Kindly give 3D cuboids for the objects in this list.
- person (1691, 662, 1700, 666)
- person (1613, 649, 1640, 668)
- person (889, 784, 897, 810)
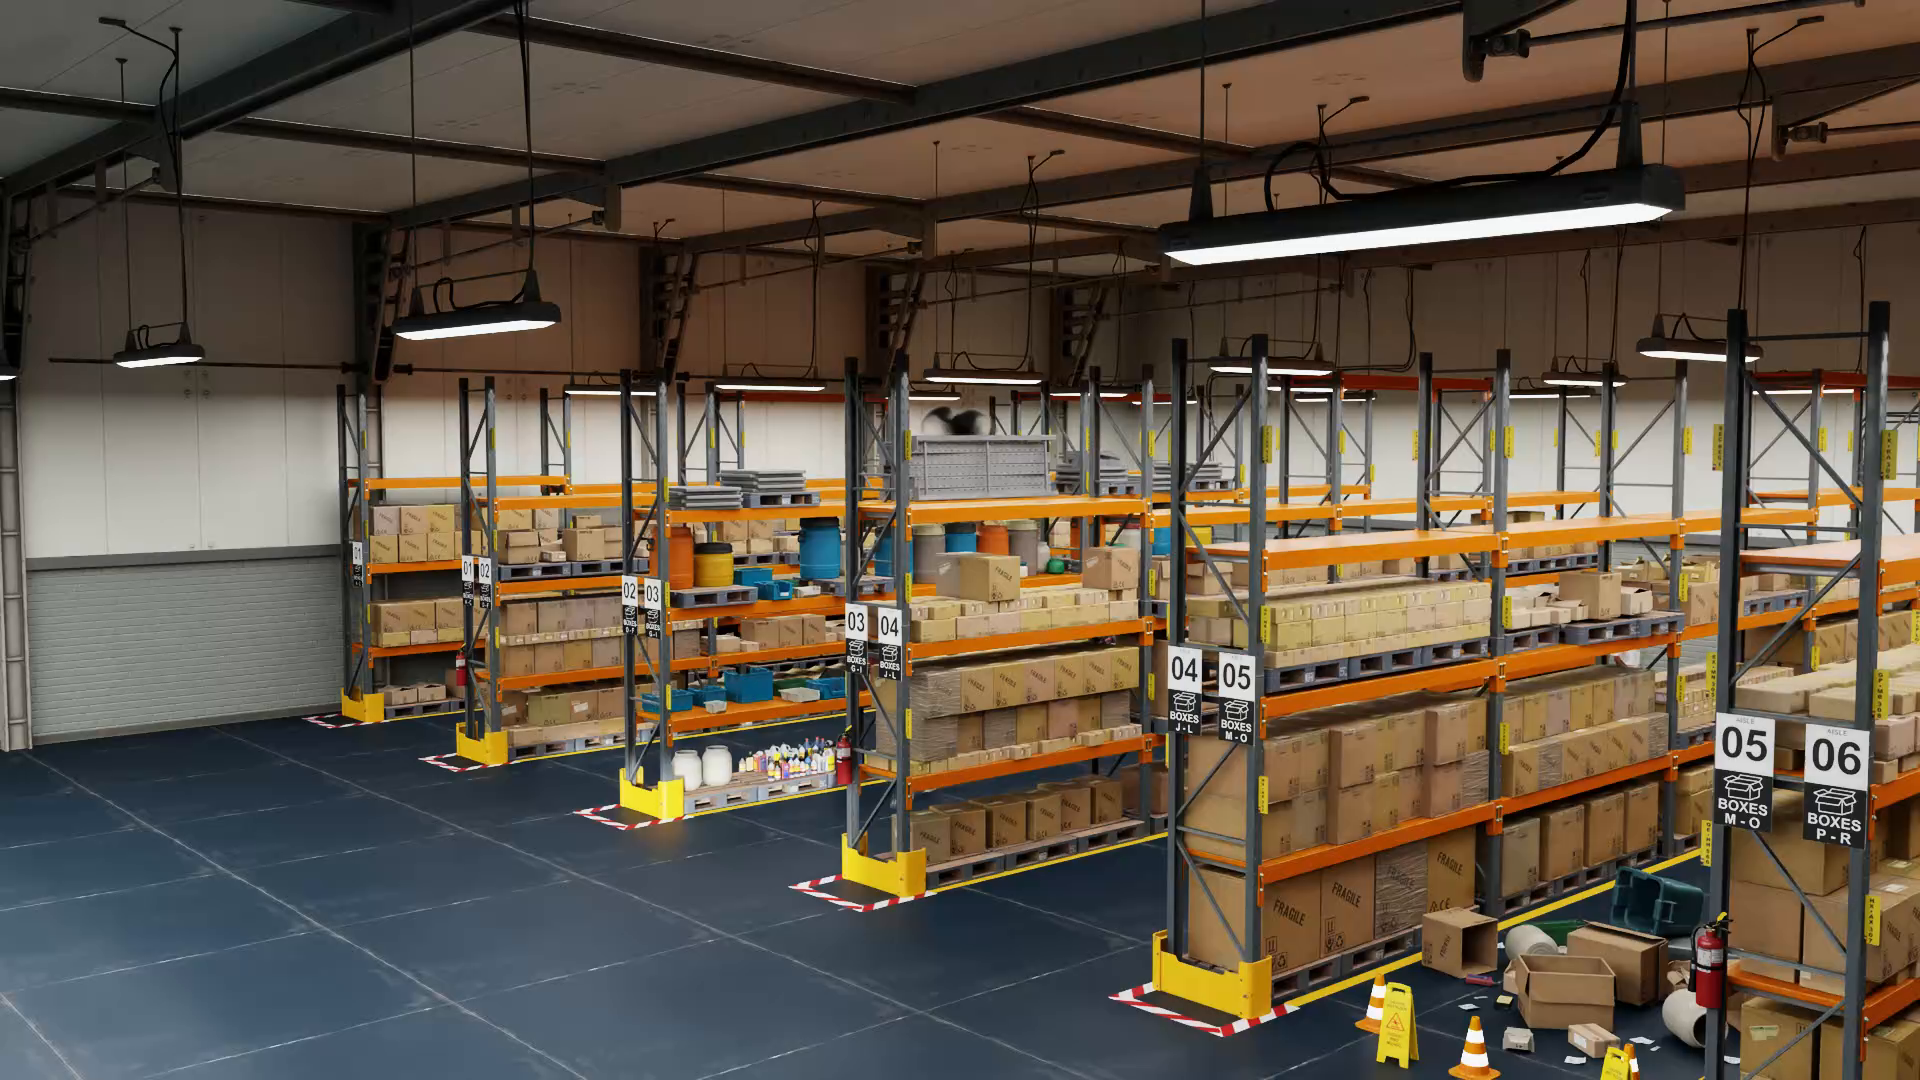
[{"bbox_3d":[11.133,2.680,25.123,0.632,1.674,0.554,-3,5,-41],"label":"person"},{"bbox_3d":[11.976,2.365,29.677,0.750,1.750,0.575,-3,5,-39],"label":"person"},{"bbox_3d":[-0.623,2.870,23.024,0.495,1.616,1.016,2,4,32],"label":"person"}]
